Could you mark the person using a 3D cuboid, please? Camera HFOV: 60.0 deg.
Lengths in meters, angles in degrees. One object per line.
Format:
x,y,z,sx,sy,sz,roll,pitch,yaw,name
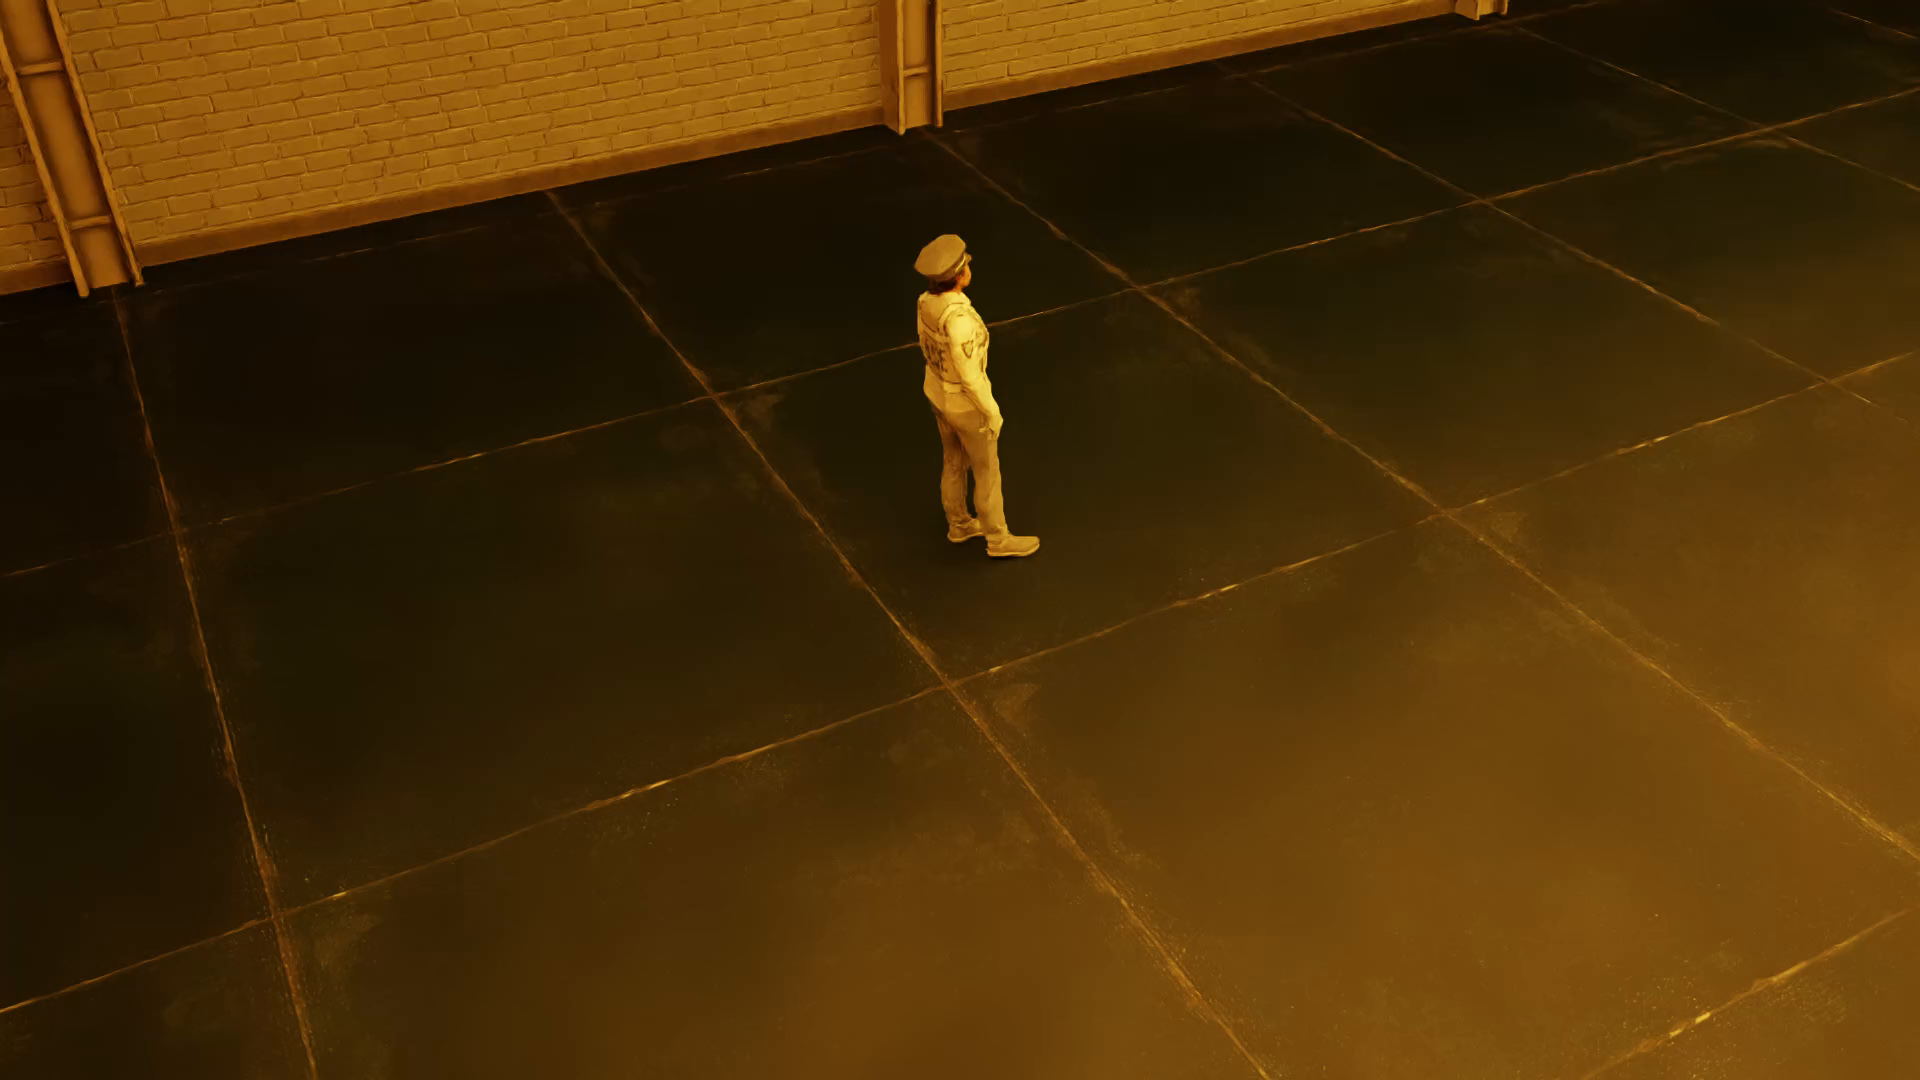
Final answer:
0.063,-0.713,8.190,0.532,1.695,0.586,-17,39,-23,person
